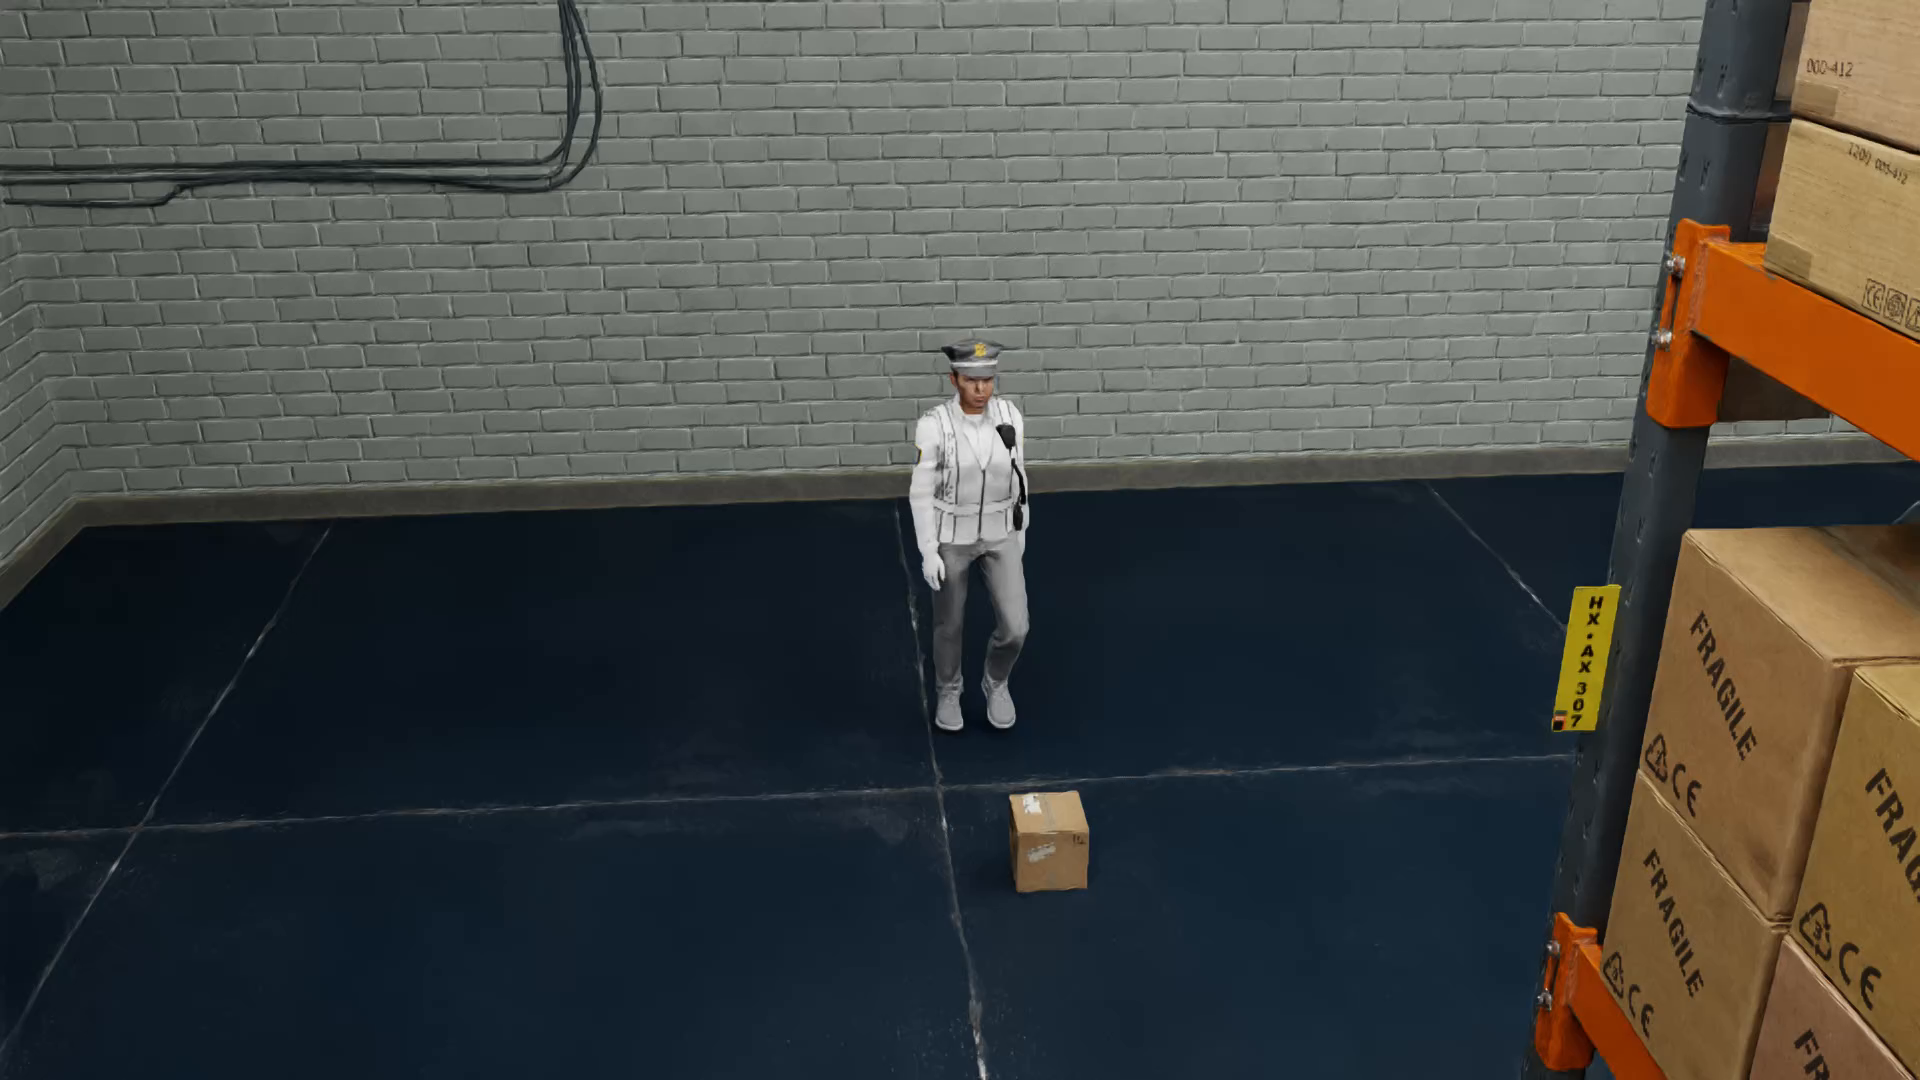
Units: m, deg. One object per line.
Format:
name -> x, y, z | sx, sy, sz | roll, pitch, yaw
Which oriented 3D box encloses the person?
person -> 0.051, -0.004, 6.543 | 0.509, 1.680, 0.467 | -6, 25, -13
